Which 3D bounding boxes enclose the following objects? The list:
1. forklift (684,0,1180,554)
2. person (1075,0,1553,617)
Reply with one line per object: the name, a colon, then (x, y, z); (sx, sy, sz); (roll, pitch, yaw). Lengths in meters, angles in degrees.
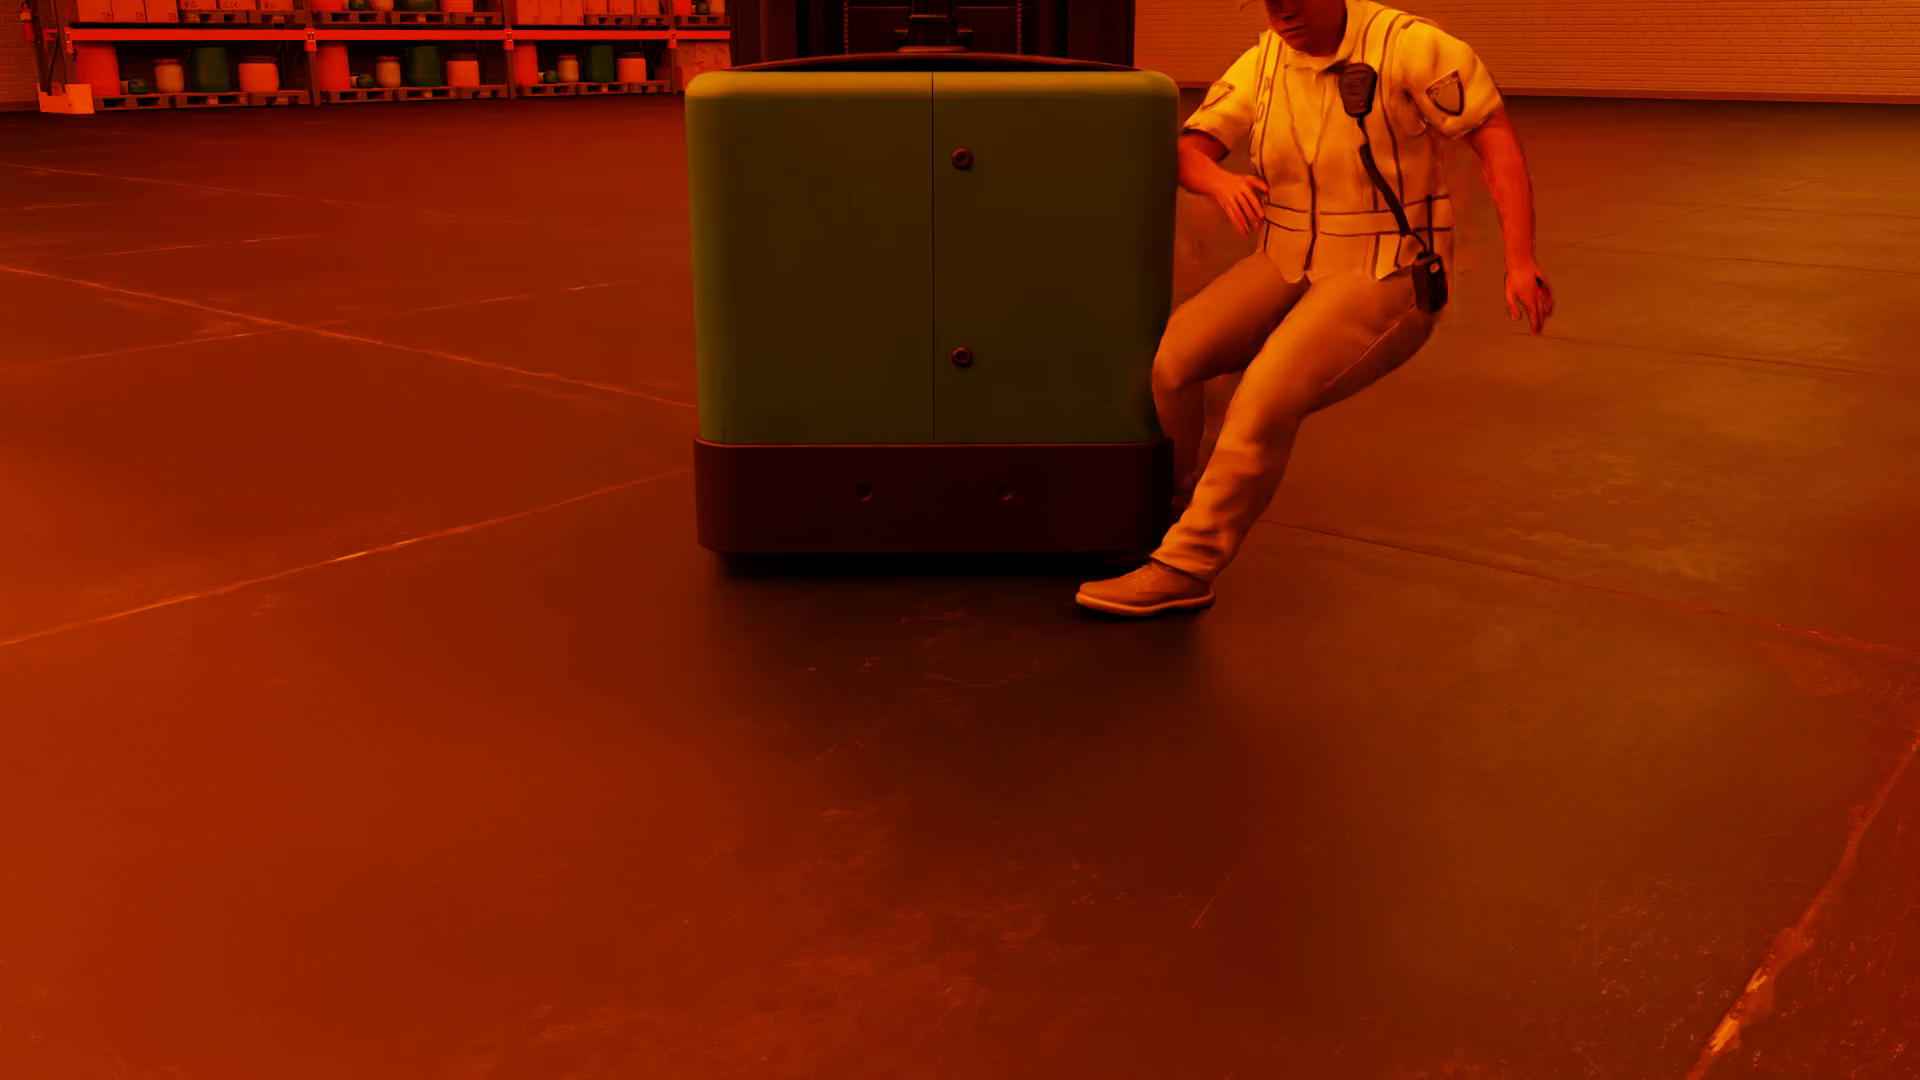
forklift: (-0.078, -1.745, 4.645); (1.130, 2.935, 3.031); (0, 17, -1)
person: (0.672, -0.531, 3.427); (0.870, 1.444, 0.906); (15, 23, 41)
